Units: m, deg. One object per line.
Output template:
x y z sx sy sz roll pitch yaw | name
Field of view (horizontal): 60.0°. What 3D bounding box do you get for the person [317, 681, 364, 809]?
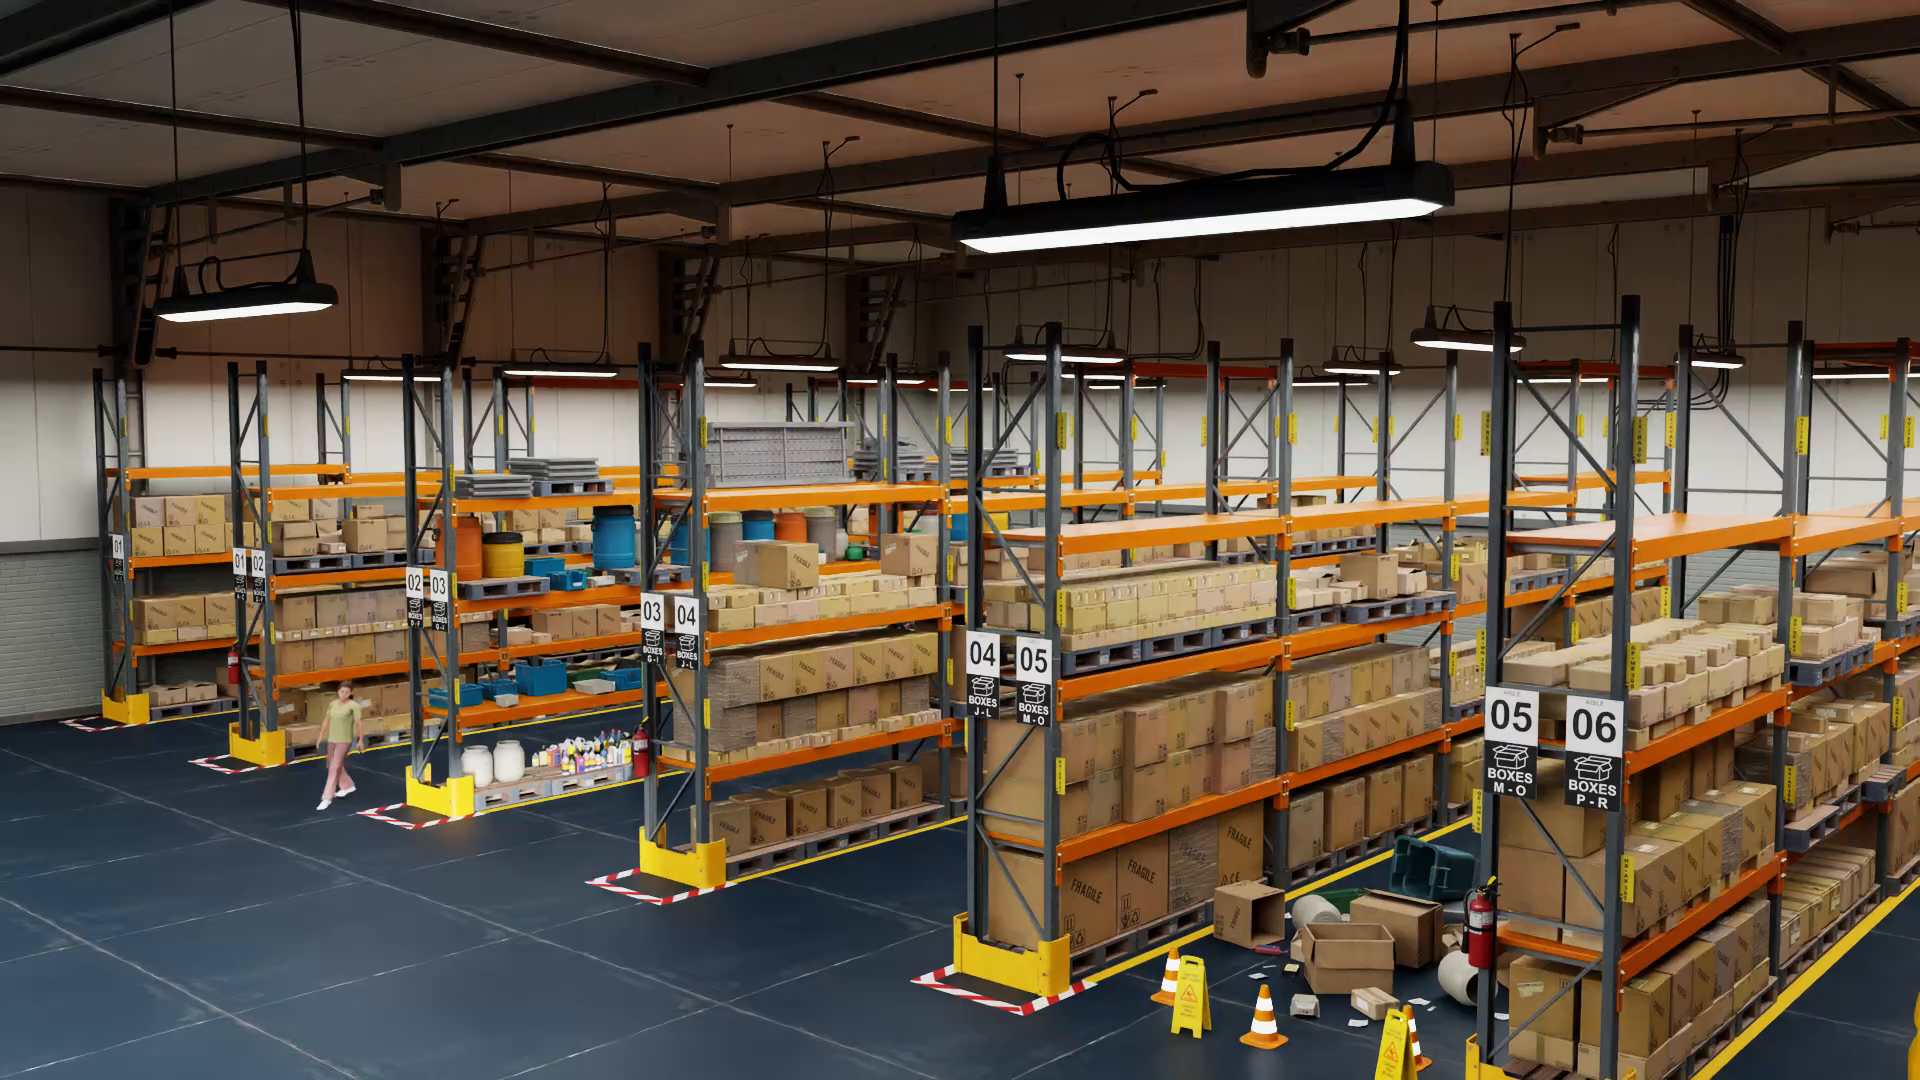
-8.326 2.719 22.300 0.554 1.659 0.799 1 4 11 | person
